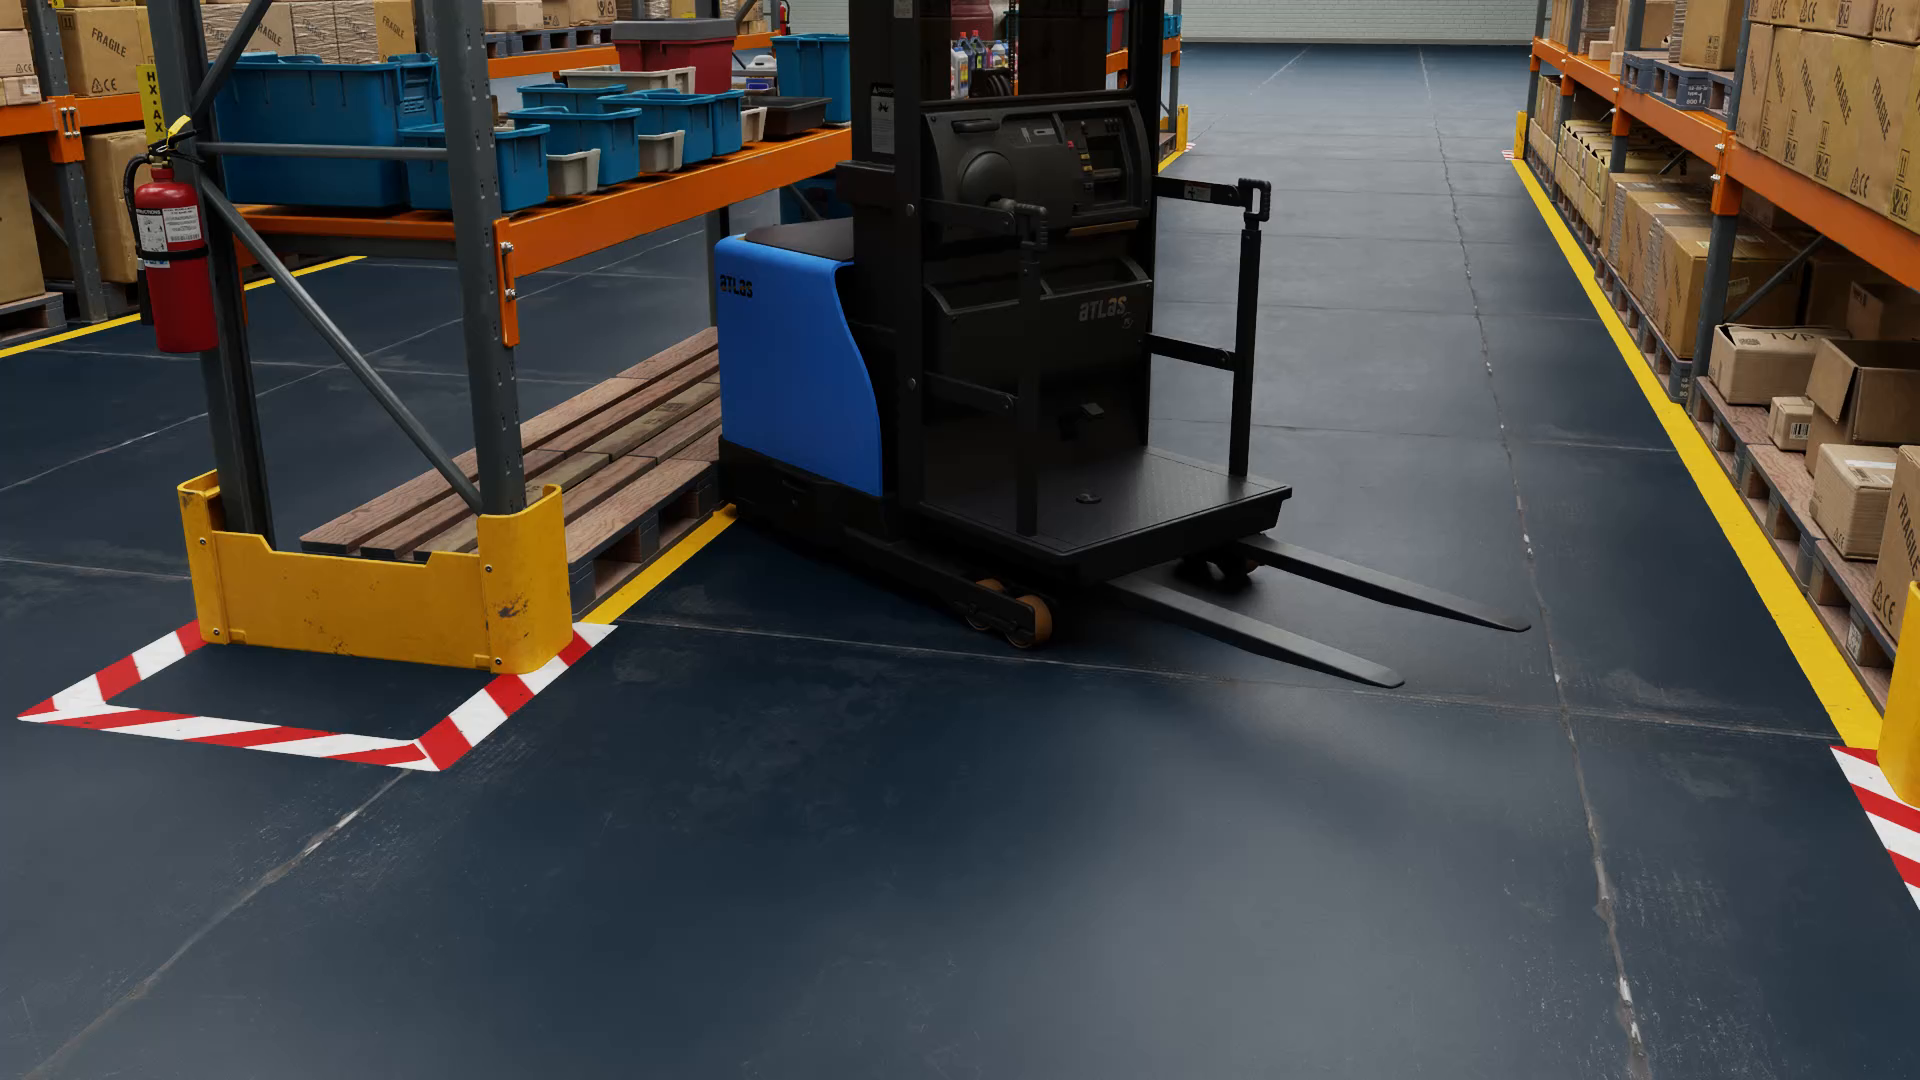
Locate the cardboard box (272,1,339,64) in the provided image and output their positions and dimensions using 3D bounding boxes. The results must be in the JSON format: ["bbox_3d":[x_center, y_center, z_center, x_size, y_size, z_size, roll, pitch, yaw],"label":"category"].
[{"bbox_3d":[-4.804,-3.570,11.844,0.500,0.500,0.500,4,19,12],"label":"cardboard box"}]

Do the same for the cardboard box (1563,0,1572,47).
[{"bbox_3d":[6.385,-5.156,16.488,0.700,0.500,0.500,5,20,15],"label":"cardboard box"}]

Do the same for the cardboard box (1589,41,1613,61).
[{"bbox_3d":[5.495,-4.105,13.955,0.380,0.149,0.250,5,19,13],"label":"cardboard box"}]

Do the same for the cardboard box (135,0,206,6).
[{"bbox_3d":[-5.323,-3.699,10.670,0.797,0.503,0.637,5,19,14],"label":"cardboard box"}]

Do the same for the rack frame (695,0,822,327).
[{"bbox_3d":[-0.847,-2.371,8.488,1.000,3.000,0.127,5,19,13],"label":"rack frame"}]

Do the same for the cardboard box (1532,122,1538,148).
[{"bbox_3d":[6.422,-4.330,17.827,0.500,0.250,0.500,5,19,13],"label":"cardboard box"}]

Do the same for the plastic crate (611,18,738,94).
[{"bbox_3d":[-1.308,-2.169,7.707,0.402,0.464,0.583,5,19,13],"label":"plastic crate"}]

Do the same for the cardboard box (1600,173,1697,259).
[{"bbox_3d":[4.544,-2.137,10.991,0.500,0.500,0.500,6,20,16],"label":"cardboard box"}]

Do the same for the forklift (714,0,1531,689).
[{"bbox_3d":[0.408,-1.232,5.259,1.130,2.935,3.031,-15,24,-38],"label":"forklift"}]

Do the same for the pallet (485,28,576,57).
[{"bbox_3d":[-4.228,-4.549,15.161,1.003,0.211,1.213,5,19,13],"label":"pallet"}]

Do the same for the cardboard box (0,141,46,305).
[{"bbox_3d":[-5.889,-1.755,9.321,0.875,0.875,0.875,5,19,13],"label":"cardboard box"}]

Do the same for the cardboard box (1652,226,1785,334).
[{"bbox_3d":[3.927,-1.335,8.643,0.500,0.500,0.500,5,19,14],"label":"cardboard box"}]

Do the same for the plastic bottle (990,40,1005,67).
[{"bbox_3d":[0.248,-3.174,11.039,0.097,0.271,0.097,0,19,0],"label":"plastic bottle"}]

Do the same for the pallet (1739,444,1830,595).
[{"bbox_3d":[3.491,-0.060,6.037,1.003,0.211,1.213,5,19,13],"label":"pallet"}]

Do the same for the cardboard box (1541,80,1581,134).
[{"bbox_3d":[6.172,-4.372,16.790,0.500,0.500,0.500,5,19,13],"label":"cardboard box"}]

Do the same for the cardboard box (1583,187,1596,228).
[{"bbox_3d":[4.947,-2.476,12.399,0.500,0.250,0.500,4,19,13],"label":"cardboard box"}]

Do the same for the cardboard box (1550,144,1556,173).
[{"bbox_3d":[5.812,-3.546,15.533,0.500,0.250,0.500,5,19,13],"label":"cardboard box"}]

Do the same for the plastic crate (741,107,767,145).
[{"bbox_3d":[-0.981,-1.705,6.853,0.293,0.136,0.466,5,19,13],"label":"plastic crate"}]

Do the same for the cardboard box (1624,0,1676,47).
[{"bbox_3d":[5.327,-3.807,12.537,0.500,0.500,0.500,4,19,10],"label":"cardboard box"}]

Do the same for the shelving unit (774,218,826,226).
[{"bbox_3d":[-0.583,-0.766,6.805,0.252,1.050,0.215,-17,25,-40],"label":"shelving unit"}]

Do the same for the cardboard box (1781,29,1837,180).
[{"bbox_3d":[3.320,-1.570,5.989,0.500,0.500,0.500,5,19,13],"label":"cardboard box"}]

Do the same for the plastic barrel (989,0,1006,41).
[{"bbox_3d":[0.175,-4.017,13.134,0.421,0.512,0.421,0,19,0],"label":"plastic barrel"}]

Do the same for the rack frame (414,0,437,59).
[{"bbox_3d":[-4.672,-4.016,13.304,1.000,3.000,0.127,5,19,13],"label":"rack frame"}]

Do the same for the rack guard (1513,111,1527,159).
[{"bbox_3d":[6.893,-4.564,18.777,1.175,0.500,0.348,5,19,13],"label":"rack guard"}]

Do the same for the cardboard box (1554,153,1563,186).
[{"bbox_3d":[5.571,-3.277,14.744,0.500,0.250,0.500,4,19,12],"label":"cardboard box"}]

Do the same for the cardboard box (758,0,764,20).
[{"bbox_3d":[-2.879,-6.541,20.082,0.875,0.500,0.500,5,19,13],"label":"cardboard box"}]

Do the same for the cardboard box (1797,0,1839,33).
[{"bbox_3d":[3.316,-2.051,5.849,0.500,0.500,0.500,4,19,12],"label":"cardboard box"}]

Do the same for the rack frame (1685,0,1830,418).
[{"bbox_3d":[3.956,-1.978,7.339,1.000,3.000,0.127,5,19,13],"label":"rack frame"}]

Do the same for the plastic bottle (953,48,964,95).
[{"bbox_3d":[-0.027,-2.822,10.008,0.097,0.271,0.097,0,19,0],"label":"plastic bottle"}]

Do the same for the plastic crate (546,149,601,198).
[{"bbox_3d":[-1.286,-1.166,5.276,0.250,0.136,0.298,5,19,13],"label":"plastic crate"}]

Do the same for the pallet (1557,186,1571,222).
[{"bbox_3d":[5.768,-2.932,14.446,1.003,0.211,1.213,5,19,13],"label":"pallet"}]

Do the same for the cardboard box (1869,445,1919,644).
[{"bbox_3d":[2.872,0.060,4.557,0.500,0.500,0.500,5,19,13],"label":"cardboard box"}]

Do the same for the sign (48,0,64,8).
[{"bbox_3d":[-5.111,-3.166,9.353,0.100,0.325,0.005,5,19,13],"label":"sign"}]

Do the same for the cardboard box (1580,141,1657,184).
[{"bbox_3d":[5.069,-2.900,12.774,0.500,0.311,0.500,5,19,13],"label":"cardboard box"}]

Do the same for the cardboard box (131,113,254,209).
[{"bbox_3d":[-5.295,-2.438,11.321,1.225,0.875,0.875,4,19,11],"label":"cardboard box"}]

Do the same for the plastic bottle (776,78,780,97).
[{"bbox_3d":[-0.938,-2.422,8.945,0.097,0.201,0.097,0,19,0],"label":"plastic bottle"}]

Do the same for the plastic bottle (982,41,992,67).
[{"bbox_3d":[0.166,-3.051,10.659,0.061,0.283,0.133,5,19,13],"label":"plastic bottle"}]

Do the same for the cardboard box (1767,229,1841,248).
[{"bbox_3d":[4.430,-1.304,8.552,0.500,0.500,0.500,5,19,14],"label":"cardboard box"}]

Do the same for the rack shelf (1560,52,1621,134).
[{"bbox_3d":[5.421,-3.519,12.961,1.077,0.370,4.000,5,19,13],"label":"rack shelf"}]

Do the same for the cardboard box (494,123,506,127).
[{"bbox_3d":[-4.405,-3.427,14.768,0.700,0.500,0.500,3,19,9],"label":"cardboard box"}]

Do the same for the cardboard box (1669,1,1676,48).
[{"bbox_3d":[4.888,-3.272,10.322,0.700,0.500,0.500,-2,19,-5],"label":"cardboard box"}]

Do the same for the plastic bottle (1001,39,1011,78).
[{"bbox_3d":[0.295,-3.235,11.217,0.097,0.271,0.097,0,19,0],"label":"plastic bottle"}]

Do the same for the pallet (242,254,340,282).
[{"bbox_3d":[-5.238,-2.074,11.932,1.003,0.211,1.213,5,19,13],"label":"pallet"}]

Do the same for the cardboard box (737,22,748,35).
[{"bbox_3d":[-2.736,-6.061,19.680,0.380,0.149,0.250,5,19,13],"label":"cardboard box"}]

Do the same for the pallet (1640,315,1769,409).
[{"bbox_3d":[4.118,-0.917,8.545,1.003,0.211,1.213,5,19,13],"label":"pallet"}]

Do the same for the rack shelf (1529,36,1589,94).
[{"bbox_3d":[6.399,-4.772,16.632,1.077,0.370,4.000,5,19,13],"label":"rack shelf"}]

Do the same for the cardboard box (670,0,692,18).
[{"bbox_3d":[-3.369,-5.748,17.759,0.875,0.500,0.500,5,19,13],"label":"cardboard box"}]

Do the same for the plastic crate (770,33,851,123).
[{"bbox_3d":[-0.630,-2.218,7.973,0.392,0.384,0.575,5,19,13],"label":"plastic crate"}]

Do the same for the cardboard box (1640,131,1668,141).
[{"bbox_3d":[5.844,-3.179,13.592,0.500,0.311,0.500,5,19,13],"label":"cardboard box"}]
